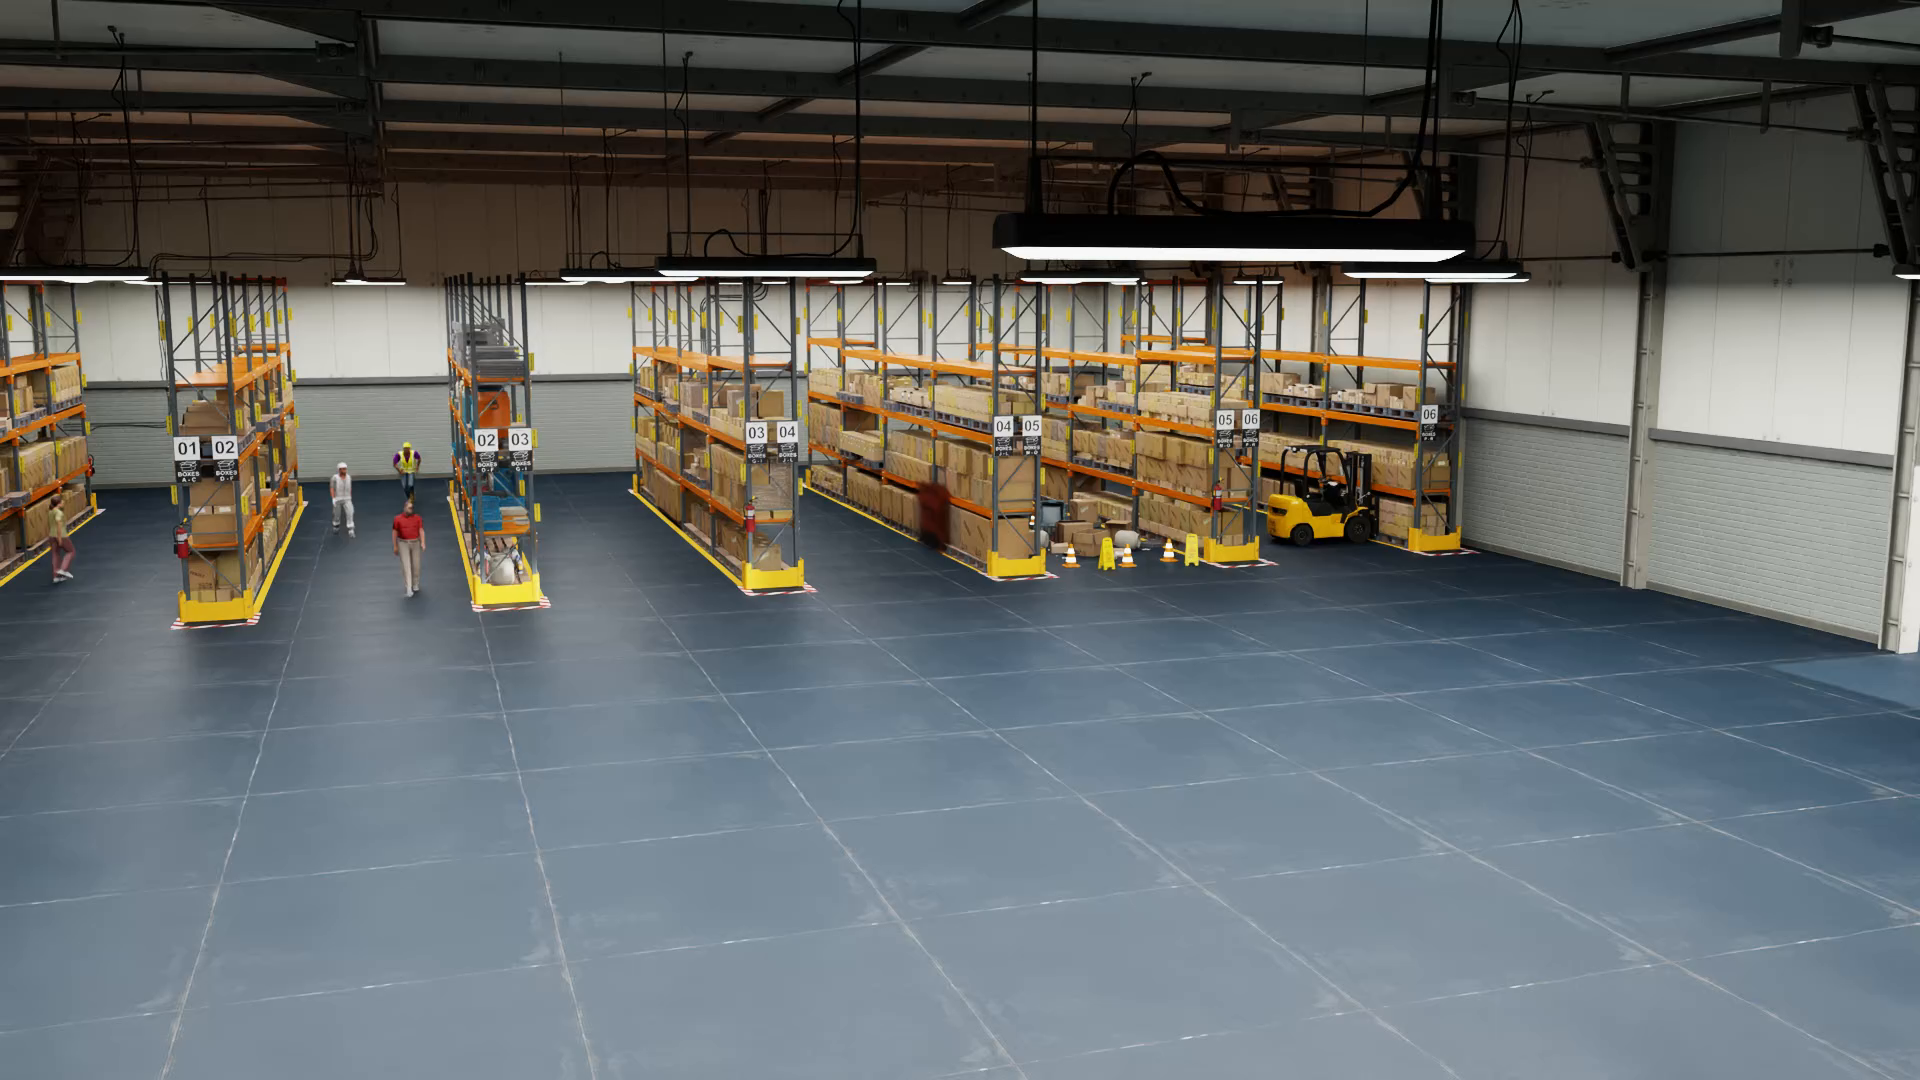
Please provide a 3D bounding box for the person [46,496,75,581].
[{"bbox_3d":[-17.734,-0.027,32.687,0.492,1.655,0.475,1,9,3],"label":"person"}]

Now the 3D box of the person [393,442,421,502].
[{"bbox_3d":[-14.818,-1.816,44.599,0.682,1.656,0.722,-1,9,-9],"label":"person"}]

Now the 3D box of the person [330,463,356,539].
[{"bbox_3d":[-14.230,-0.917,38.284,0.529,1.739,1.076,-5,10,-31],"label":"person"}]

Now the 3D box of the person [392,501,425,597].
[{"bbox_3d":[-10.366,0.157,31.445,0.556,1.737,0.730,-6,10,-34],"label":"person"}]
